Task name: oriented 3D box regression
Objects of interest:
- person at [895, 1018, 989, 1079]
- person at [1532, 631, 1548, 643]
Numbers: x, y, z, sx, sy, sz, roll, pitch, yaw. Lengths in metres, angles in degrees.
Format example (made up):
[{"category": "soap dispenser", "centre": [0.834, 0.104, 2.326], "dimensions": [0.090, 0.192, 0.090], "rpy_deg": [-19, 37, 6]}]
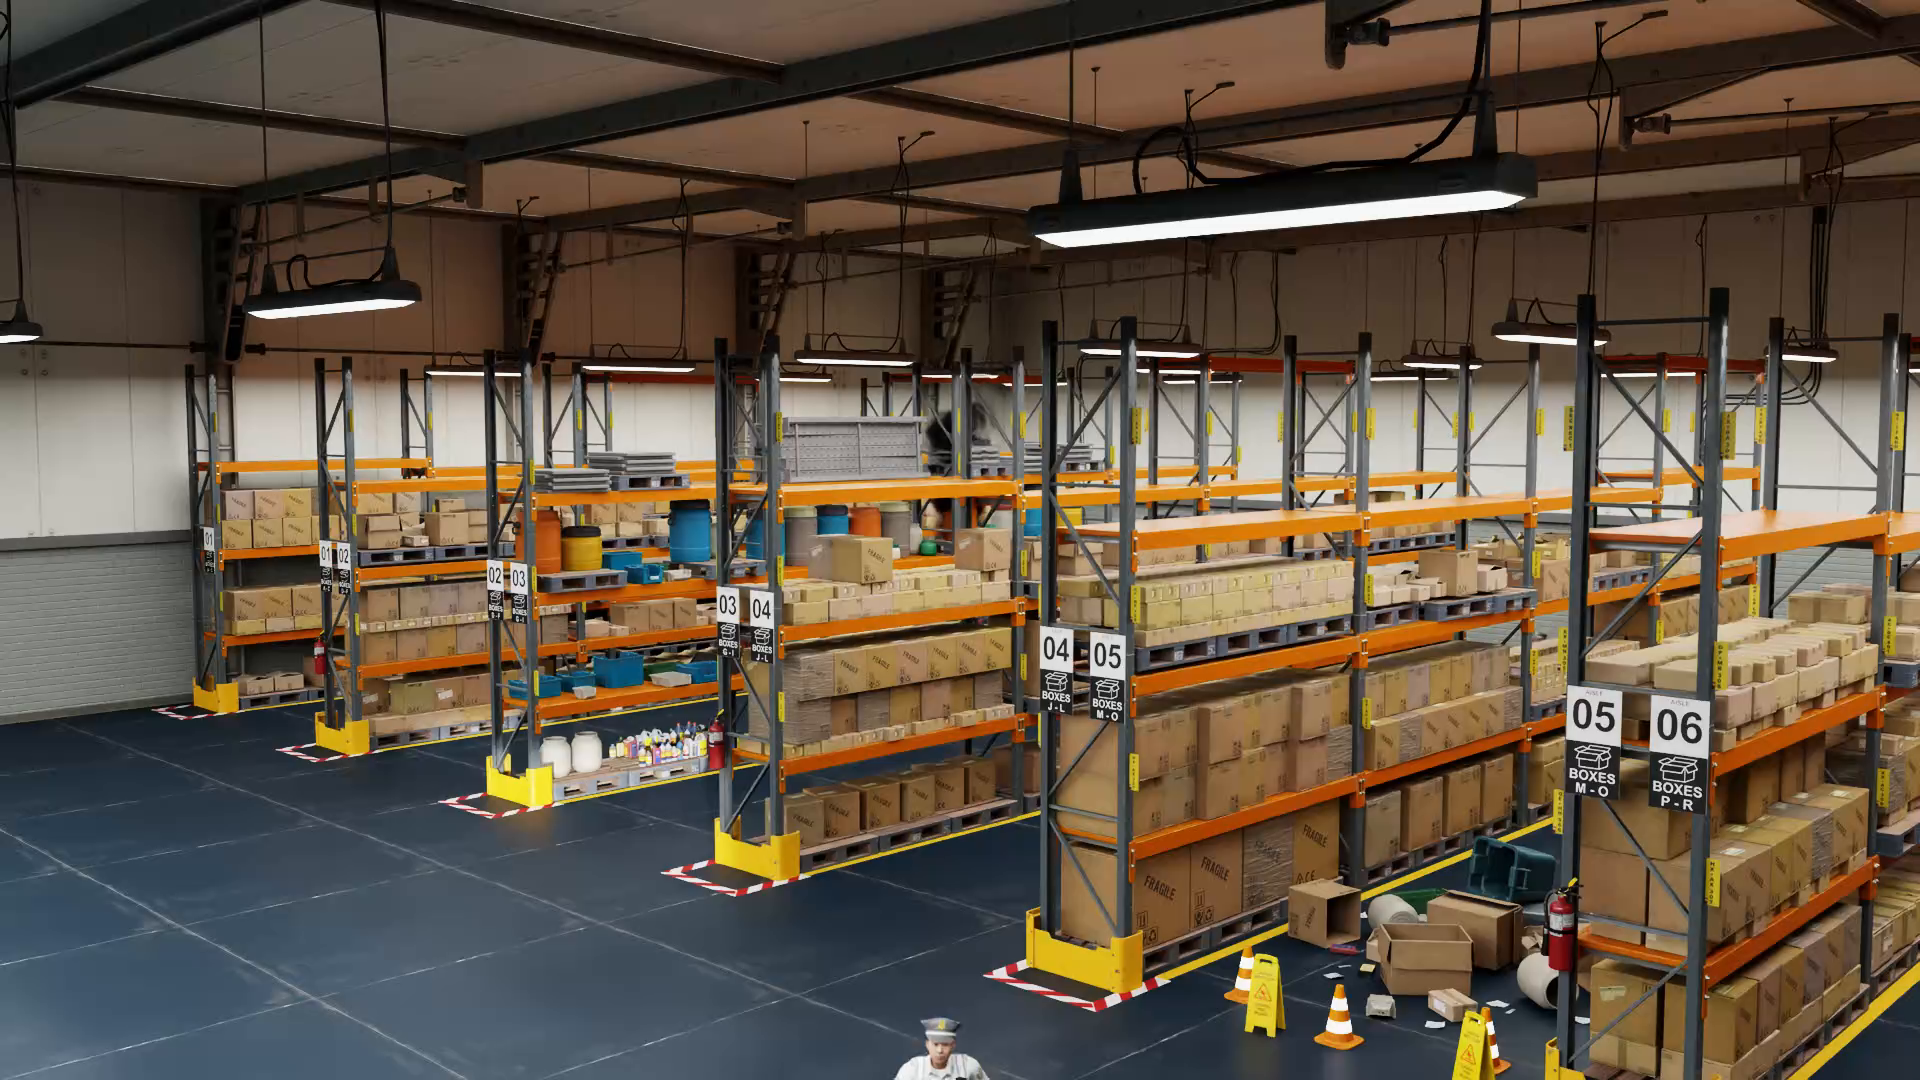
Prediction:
[{"category": "person", "centre": [-0.122, 3.588, 9.811], "dimensions": [0.640, 1.681, 0.915], "rpy_deg": [0, 4, 0]}, {"category": "person", "centre": [9.017, 2.299, 25.910], "dimensions": [0.685, 1.805, 0.868], "rpy_deg": [4, 6, 44]}]
